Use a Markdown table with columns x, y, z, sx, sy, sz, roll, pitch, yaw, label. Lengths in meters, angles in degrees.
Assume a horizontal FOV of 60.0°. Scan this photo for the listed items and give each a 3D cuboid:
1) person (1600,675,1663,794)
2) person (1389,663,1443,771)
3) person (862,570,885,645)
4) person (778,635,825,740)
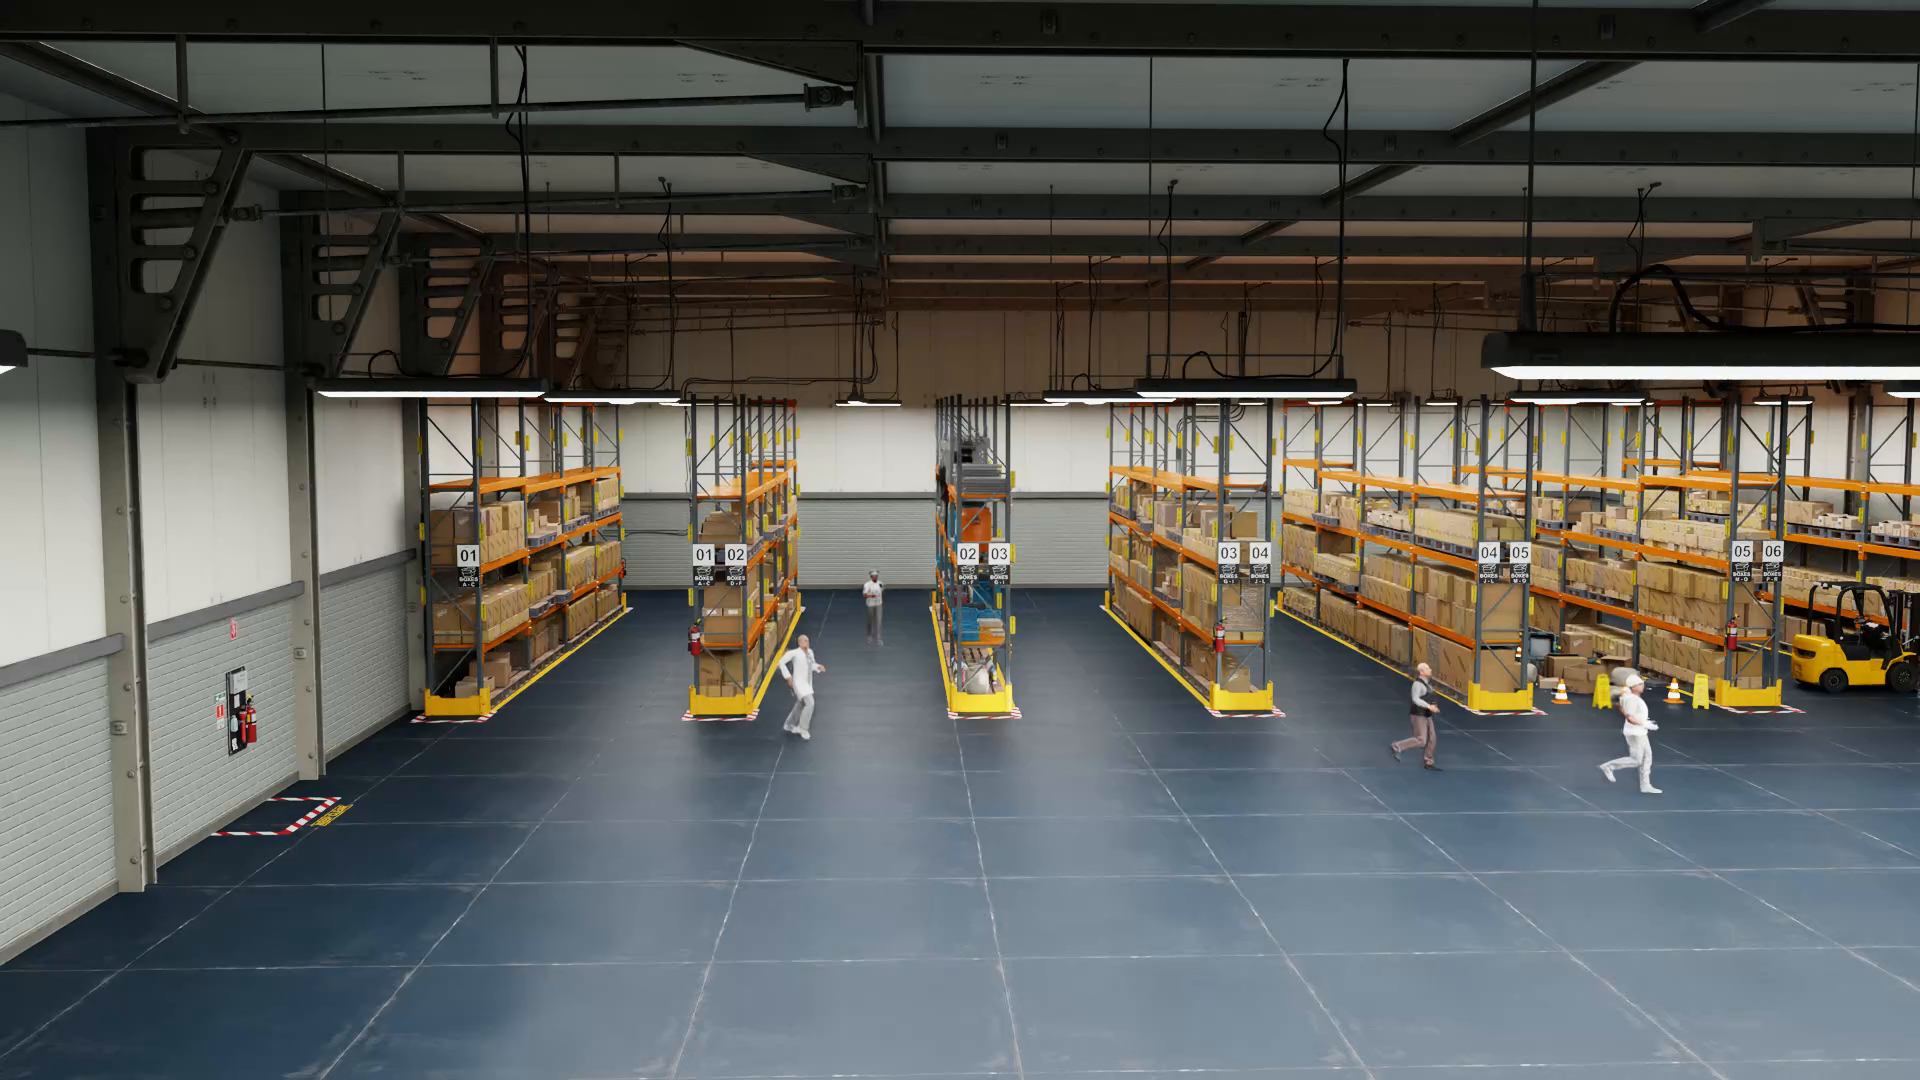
| x | y | z | sx | sy | sz | roll | pitch | yaw | label |
| --- | --- | --- | --- | --- | --- | --- | --- | --- | --- |
| 10.053 | 2.891 | 24.812 | 0.853 | 1.766 | 0.681 | 2 | 5 | 24 | person |
| 7.291 | 2.803 | 26.467 | 0.821 | 1.720 | 0.669 | 2 | 5 | 27 | person |
| -1.971 | 1.548 | 38.432 | 0.581 | 1.744 | 0.818 | -1 | 5 | -17 | person |
| -2.746 | 2.563 | 29.030 | 0.841 | 1.830 | 0.689 | 2 | 5 | 27 | person |
